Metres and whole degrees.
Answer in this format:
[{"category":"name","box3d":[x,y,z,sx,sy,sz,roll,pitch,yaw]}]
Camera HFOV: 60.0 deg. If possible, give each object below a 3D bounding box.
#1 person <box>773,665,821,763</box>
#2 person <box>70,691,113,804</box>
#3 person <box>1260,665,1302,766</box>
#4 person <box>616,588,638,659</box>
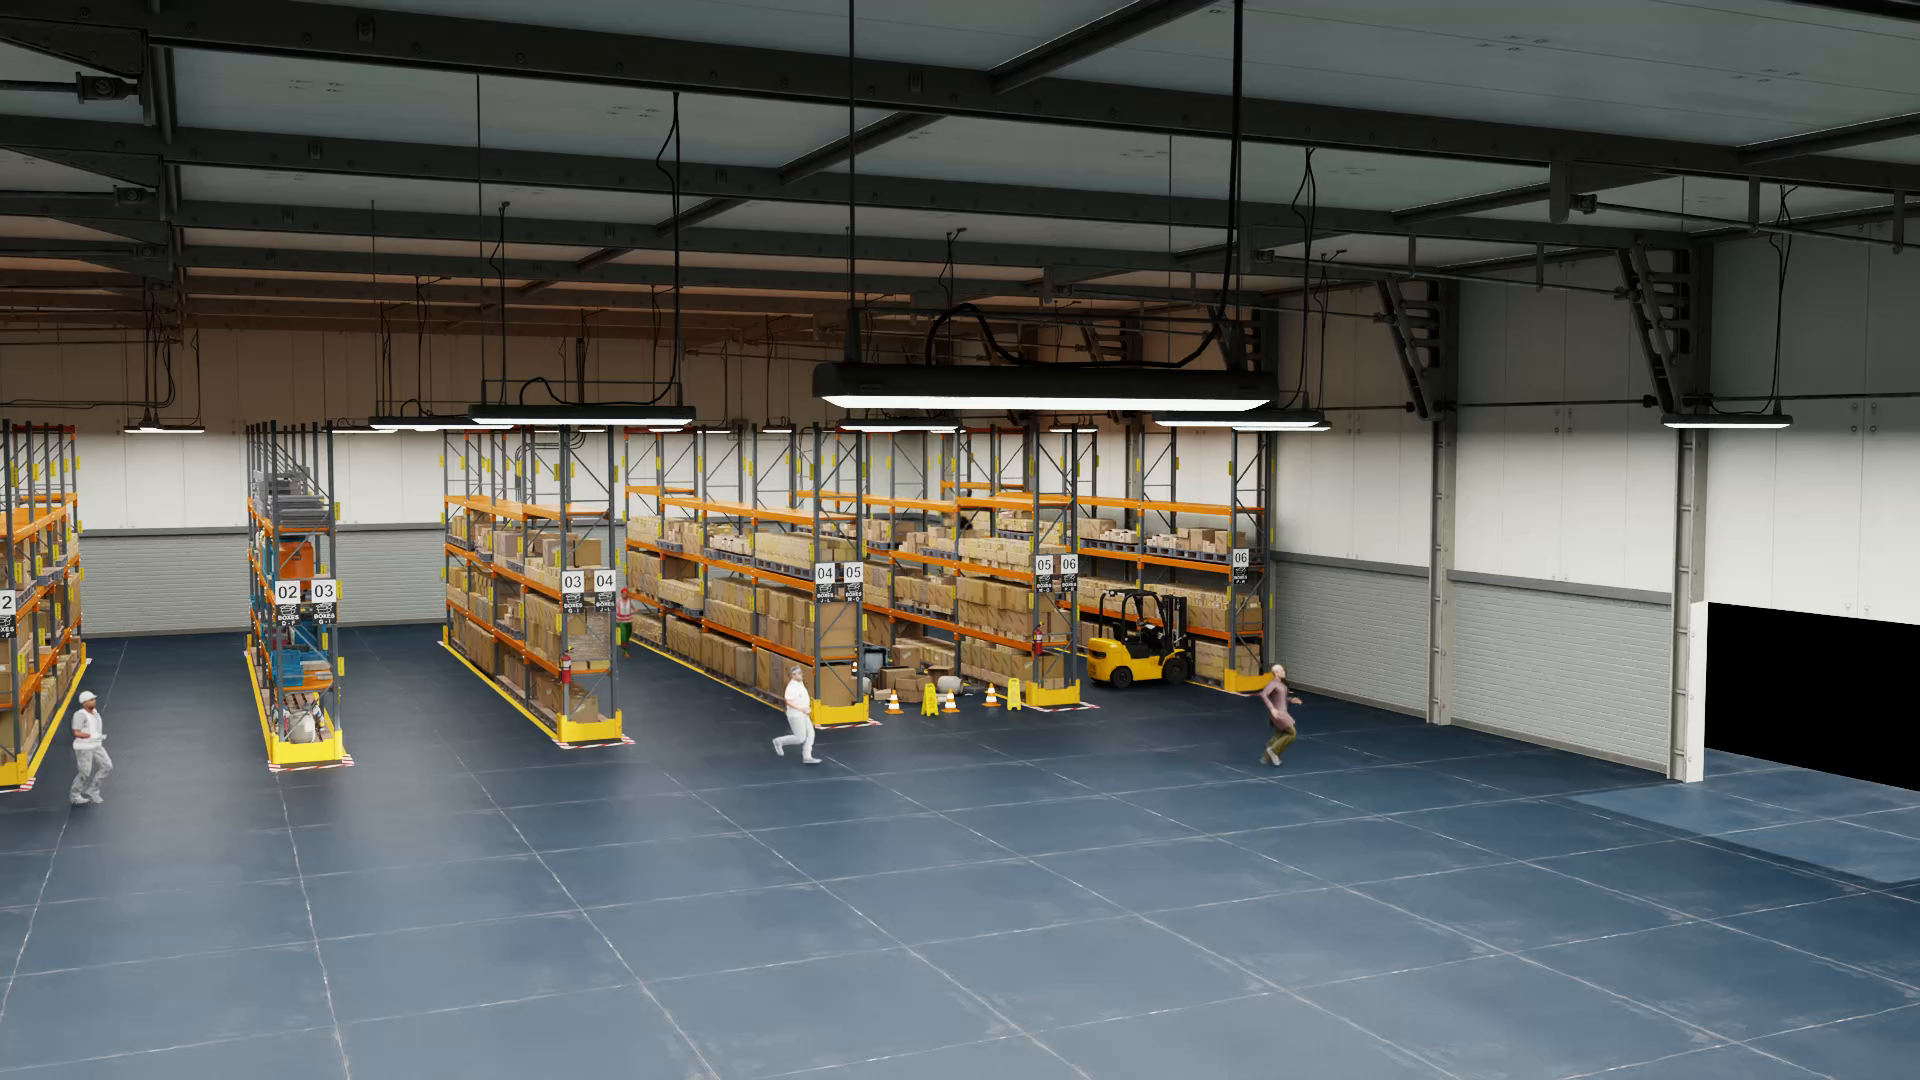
[{"category":"person","box3d":[-2.835,3.043,29.069,0.835,1.742,0.677,1,4,11]},{"category":"person","box3d":[-13.458,3.231,25.737,0.696,1.791,0.677,0,4,6]},{"category":"person","box3d":[5.552,3.038,28.776,0.712,1.747,0.685,1,4,17]},{"category":"person","box3d":[-8.637,2.117,42.831,0.663,1.776,1.004,-2,4,-23]}]
